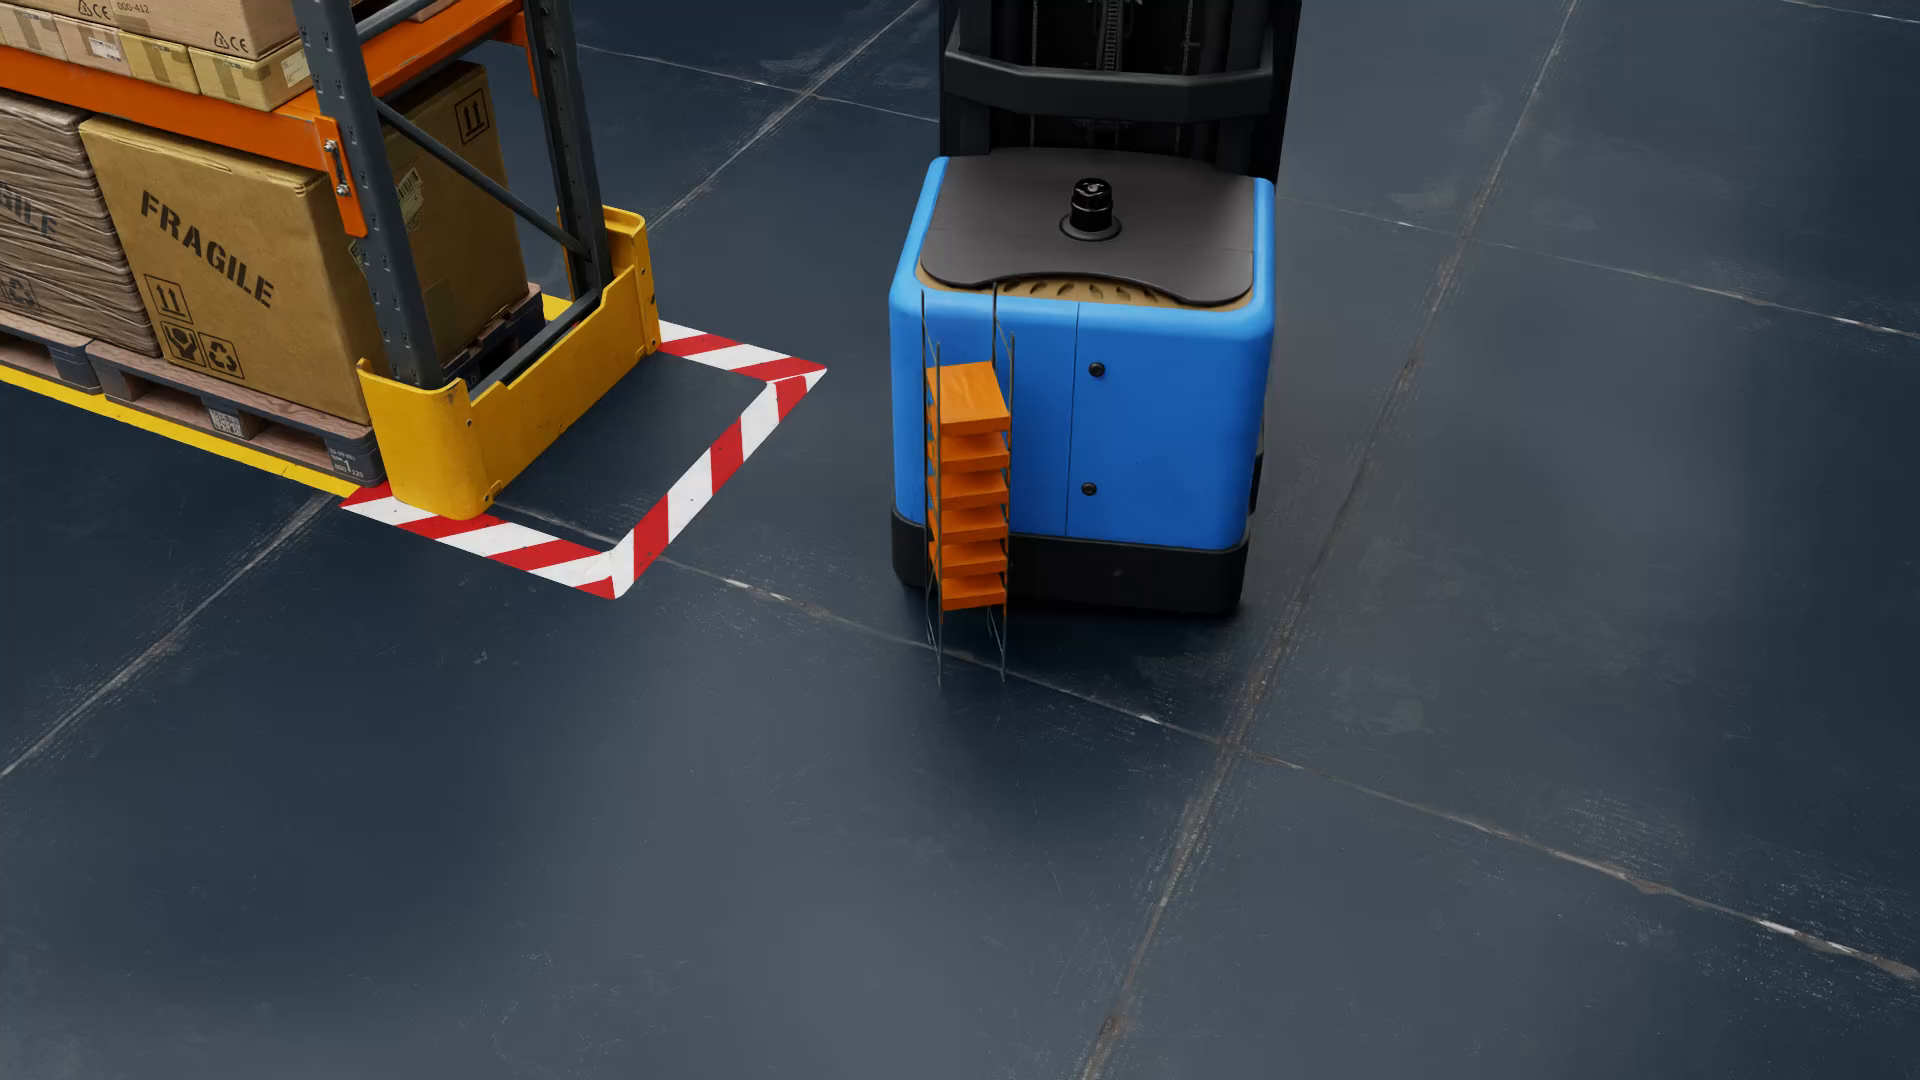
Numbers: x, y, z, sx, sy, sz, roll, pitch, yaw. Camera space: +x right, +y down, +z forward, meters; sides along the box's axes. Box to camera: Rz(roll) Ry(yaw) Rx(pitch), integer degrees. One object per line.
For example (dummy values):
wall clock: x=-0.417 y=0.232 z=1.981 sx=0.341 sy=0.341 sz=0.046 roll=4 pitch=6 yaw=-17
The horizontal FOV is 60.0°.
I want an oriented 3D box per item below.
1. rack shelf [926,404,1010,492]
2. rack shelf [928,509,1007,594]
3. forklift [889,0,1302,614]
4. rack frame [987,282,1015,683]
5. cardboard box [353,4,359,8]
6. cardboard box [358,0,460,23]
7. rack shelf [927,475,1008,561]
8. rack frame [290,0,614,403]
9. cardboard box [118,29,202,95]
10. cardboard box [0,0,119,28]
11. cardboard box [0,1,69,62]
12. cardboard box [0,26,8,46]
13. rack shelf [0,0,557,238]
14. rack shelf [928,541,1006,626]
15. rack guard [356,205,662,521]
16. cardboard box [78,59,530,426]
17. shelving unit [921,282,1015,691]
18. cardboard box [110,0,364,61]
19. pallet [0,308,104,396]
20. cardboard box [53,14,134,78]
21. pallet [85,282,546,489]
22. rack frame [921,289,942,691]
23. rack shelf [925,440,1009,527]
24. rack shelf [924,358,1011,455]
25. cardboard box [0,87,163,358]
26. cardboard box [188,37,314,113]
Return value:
rack shelf: x=0.016 y=-0.253 z=4.325 sx=0.180 sy=0.103 sz=0.258 roll=-7 pitch=42 yaw=-8
rack shelf: x=0.016 y=0.016 z=4.564 sx=0.180 sy=0.103 sz=0.258 roll=-7 pitch=42 yaw=-8
forklift: x=0.513 y=-1.855 z=5.153 sx=1.130 sy=2.935 sz=3.031 roll=5 pitch=41 yaw=6
rack frame: x=0.106 y=-0.118 z=4.467 sx=0.006 sy=1.200 sz=0.240 roll=-7 pitch=42 yaw=-8
cardboard box: x=-1.909 y=-1.852 z=5.288 sx=0.250 sy=0.149 sz=0.380 roll=16 pitch=44 yaw=18
cardboard box: x=-1.676 y=-1.782 z=5.207 sx=0.250 sy=0.149 sz=0.380 roll=17 pitch=44 yaw=19
rack shelf: x=0.016 y=-0.073 z=4.484 sx=0.180 sy=0.103 sz=0.258 roll=-7 pitch=42 yaw=-8
rack frame: x=-1.494 y=-1.582 z=4.785 sx=0.127 sy=3.000 sz=1.000 roll=17 pitch=44 yaw=19
cardboard box: x=-2.192 y=-1.462 z=4.838 sx=0.250 sy=0.149 sz=0.380 roll=17 pitch=44 yaw=19
cardboard box: x=-2.505 y=-1.756 z=4.873 sx=0.500 sy=0.250 sz=0.500 roll=16 pitch=43 yaw=18
cardboard box: x=-2.646 y=-1.602 z=5.000 sx=0.250 sy=0.149 sz=0.380 roll=18 pitch=44 yaw=19
cardboard box: x=-2.882 y=-1.672 z=5.081 sx=0.250 sy=0.149 sz=0.380 roll=16 pitch=43 yaw=18
rack shelf: x=-3.307 y=-1.864 z=5.660 sx=4.000 sy=0.370 sz=1.077 roll=17 pitch=44 yaw=19
rack shelf: x=0.016 y=0.106 z=4.643 sx=0.180 sy=0.103 sz=0.258 roll=-7 pitch=42 yaw=-8
rack guard: x=-1.472 y=-0.631 z=5.596 sx=0.348 sy=0.500 sz=1.175 roll=17 pitch=44 yaw=19
cardboard box: x=-2.108 y=-1.068 z=5.493 sx=0.875 sy=0.875 sz=0.875 roll=17 pitch=44 yaw=19
shelving unit: x=0.016 y=-0.107 z=4.455 sx=0.189 sy=1.200 sz=0.258 roll=-7 pitch=42 yaw=-8
cardboard box: x=-2.045 y=-1.615 z=4.710 sx=0.500 sy=0.250 sz=0.500 roll=16 pitch=44 yaw=18
pallet: x=-3.353 y=-1.042 z=6.291 sx=1.213 sy=0.211 sz=1.003 roll=17 pitch=44 yaw=19
cardboard box: x=-2.420 y=-1.532 z=4.919 sx=0.250 sy=0.149 sz=0.380 roll=17 pitch=44 yaw=19
pallet: x=-2.252 y=-0.703 z=5.901 sx=1.213 sy=0.211 sz=1.003 roll=17 pitch=44 yaw=19
rack frame: x=-0.074 y=-0.096 z=4.442 sx=0.006 sy=1.200 sz=0.240 roll=-7 pitch=42 yaw=-8
rack shelf: x=0.016 y=-0.163 z=4.405 sx=0.180 sy=0.103 sz=0.258 roll=-7 pitch=42 yaw=-8
rack shelf: x=0.017 y=-0.343 z=4.245 sx=0.180 sy=0.103 sz=0.258 roll=-7 pitch=42 yaw=-8
cardboard box: x=-2.933 y=-1.320 z=5.784 sx=0.875 sy=0.875 sz=0.875 roll=17 pitch=44 yaw=19
cardboard box: x=-1.956 y=-1.391 z=4.756 sx=0.250 sy=0.149 sz=0.380 roll=18 pitch=44 yaw=19
